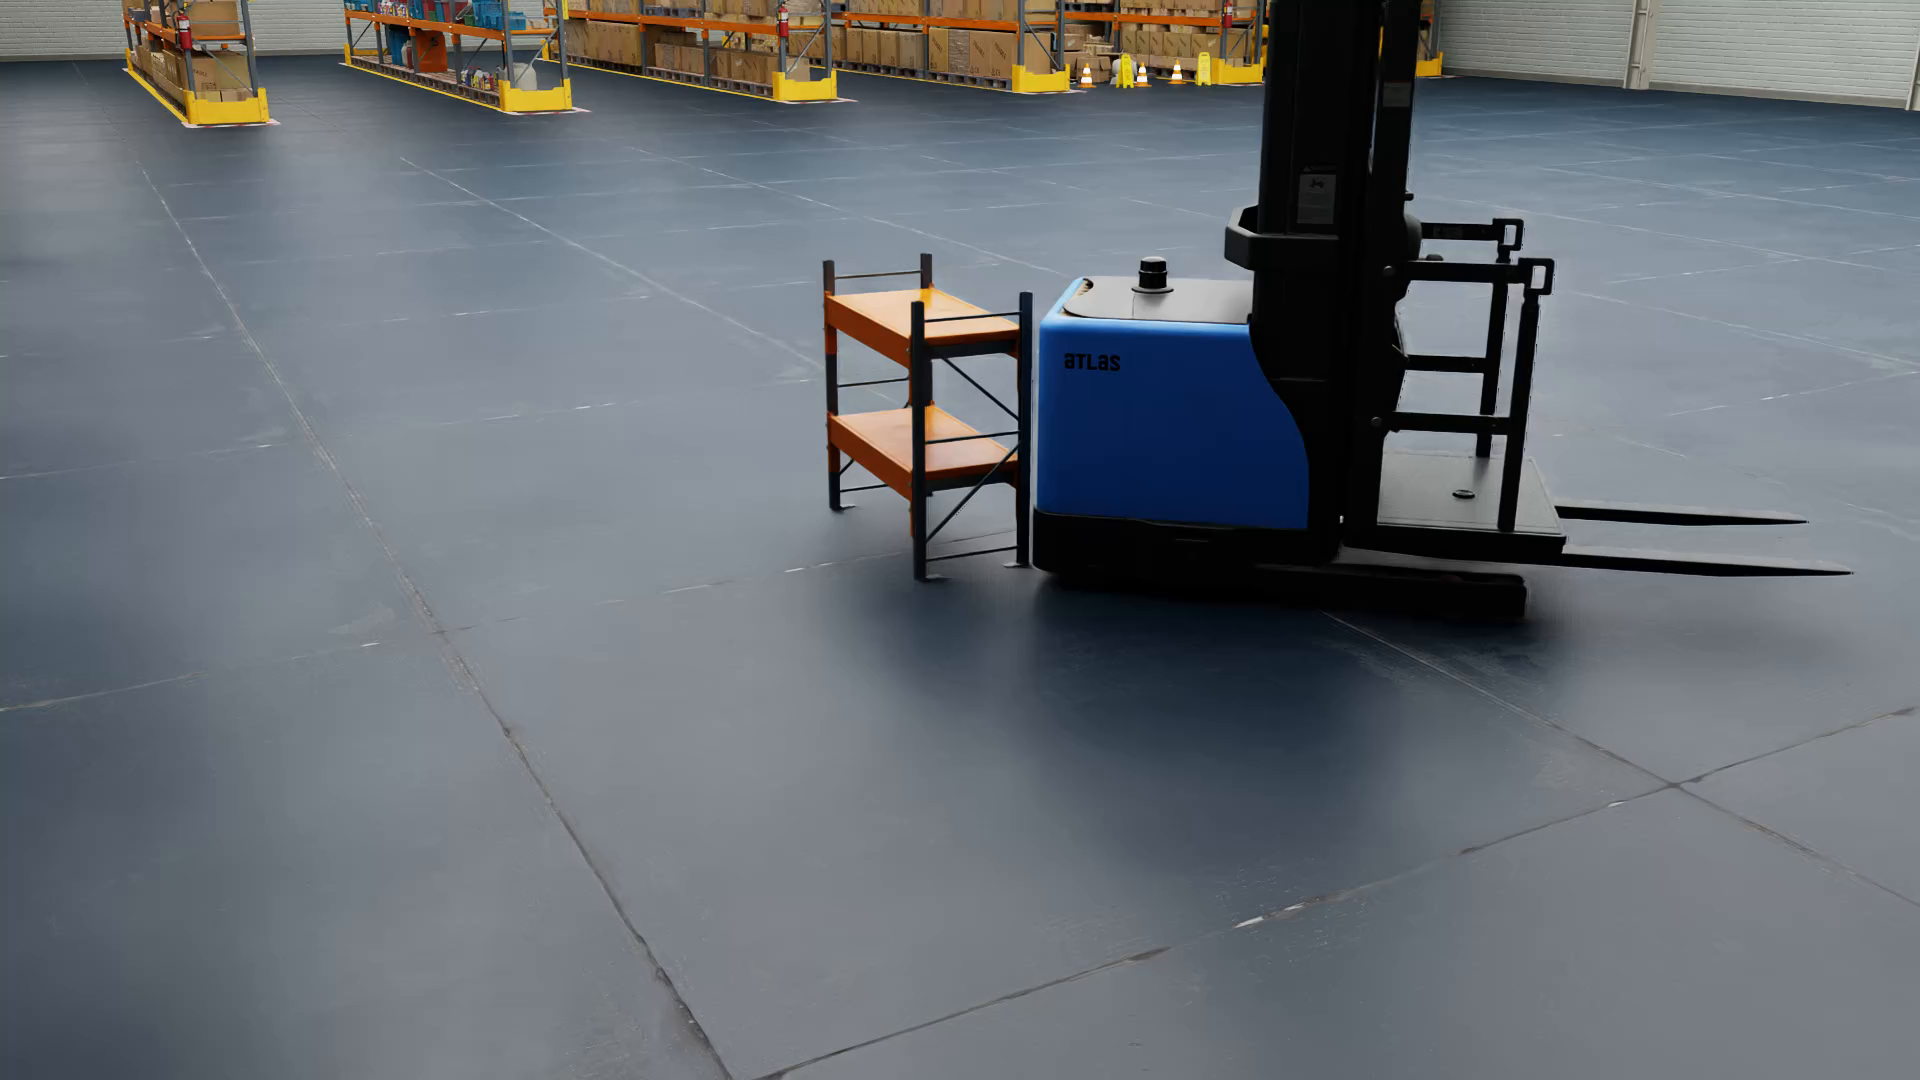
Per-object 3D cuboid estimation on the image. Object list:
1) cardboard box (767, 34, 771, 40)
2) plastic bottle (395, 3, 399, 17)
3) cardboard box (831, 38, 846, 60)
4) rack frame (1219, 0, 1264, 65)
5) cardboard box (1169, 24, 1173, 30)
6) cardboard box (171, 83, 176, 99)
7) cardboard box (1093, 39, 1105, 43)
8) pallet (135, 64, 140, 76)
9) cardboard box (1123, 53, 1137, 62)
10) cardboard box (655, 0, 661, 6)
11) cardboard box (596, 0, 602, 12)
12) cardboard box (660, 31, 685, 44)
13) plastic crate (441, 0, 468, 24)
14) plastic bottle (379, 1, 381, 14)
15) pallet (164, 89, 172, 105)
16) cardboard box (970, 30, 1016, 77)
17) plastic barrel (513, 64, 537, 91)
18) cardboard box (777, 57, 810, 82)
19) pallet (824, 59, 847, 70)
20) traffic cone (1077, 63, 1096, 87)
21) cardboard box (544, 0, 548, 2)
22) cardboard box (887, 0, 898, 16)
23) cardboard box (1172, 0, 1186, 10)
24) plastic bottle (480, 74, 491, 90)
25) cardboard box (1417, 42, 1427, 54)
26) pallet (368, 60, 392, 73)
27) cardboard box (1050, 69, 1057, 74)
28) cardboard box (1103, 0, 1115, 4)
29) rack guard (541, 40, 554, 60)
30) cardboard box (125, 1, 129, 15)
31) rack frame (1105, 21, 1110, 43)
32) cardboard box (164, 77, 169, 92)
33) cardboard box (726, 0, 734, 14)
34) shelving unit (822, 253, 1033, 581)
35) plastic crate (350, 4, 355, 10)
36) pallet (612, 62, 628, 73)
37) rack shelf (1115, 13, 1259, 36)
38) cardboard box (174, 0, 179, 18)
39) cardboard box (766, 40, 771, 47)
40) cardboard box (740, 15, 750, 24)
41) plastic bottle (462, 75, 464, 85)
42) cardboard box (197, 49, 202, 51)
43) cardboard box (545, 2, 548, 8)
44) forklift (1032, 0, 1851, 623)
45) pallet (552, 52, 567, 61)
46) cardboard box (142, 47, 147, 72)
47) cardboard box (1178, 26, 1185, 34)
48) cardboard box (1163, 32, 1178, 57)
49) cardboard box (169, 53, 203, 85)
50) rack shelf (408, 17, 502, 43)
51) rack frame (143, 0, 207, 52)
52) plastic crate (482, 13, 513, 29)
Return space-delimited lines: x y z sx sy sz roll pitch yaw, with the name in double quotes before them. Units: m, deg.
"cardboard box" -4.792 -13.070 43.224 0.380 0.149 0.250 -10 22 -27
"plastic bottle" -12.096 -11.406 35.768 0.061 0.283 0.133 -10 21 -27
"cardboard box" -2.756 -11.755 39.788 0.500 0.500 0.500 -10 21 -27
"rack frame" 5.894 -11.089 34.669 1.000 3.000 0.127 -10 21 -27
"cardboard box" 5.761 -13.738 44.539 0.380 0.149 0.250 -11 22 -28
"cardboard box" -13.028 -7.599 28.126 0.500 0.250 0.500 -10 21 -27
"cardboard box" 4.039 -14.269 47.612 0.380 0.149 0.250 -11 22 -28
"pallet" -18.155 -10.695 37.803 1.003 0.211 1.213 -10 21 -27
"cardboard box" 4.037 -10.925 37.765 0.500 0.250 0.500 -11 22 -29
"cardboard box" -6.335 -11.948 36.360 0.500 0.500 0.500 -13 23 -33
"cardboard box" -8.288 -12.731 39.275 0.500 0.500 0.500 -10 21 -27
"cardboard box" -6.282 -11.044 36.546 0.500 0.250 0.500 -9 21 -24
"plastic crate" -9.585 -10.057 31.580 0.402 0.464 0.583 -10 21 -27
"plastic bottle" -13.023 -11.967 37.392 0.061 0.283 0.133 -10 21 -27
"pallet" -13.831 -8.056 30.155 1.003 0.211 1.213 -10 21 -27
"cardboard box" 0.785 -9.924 33.907 0.875 0.875 0.875 -10 22 -28
"plastic barrel" -7.566 -7.986 28.848 0.421 0.512 0.421 0 19 0
"cardboard box" -3.110 -8.753 31.087 0.500 0.500 0.500 -6 20 -17
"pallet" -2.583 -11.496 40.124 1.003 0.211 1.213 -10 21 -27
"traffic cone" 2.583 -9.467 33.856 0.336 0.463 0.334 -10 21 -27
"cardboard box" -10.435 -14.037 42.987 0.500 0.250 0.500 -11 22 -28
"cardboard box" -1.277 -11.887 36.829 0.500 0.500 0.500 -10 21 -26
"cardboard box" 4.925 -11.679 35.769 0.500 0.500 0.500 -10 21 -27
"plastic bottle" -8.540 -8.243 29.923 0.152 0.276 0.135 -10 21 -26
"cardboard box" 10.220 -11.161 37.683 0.500 0.250 0.500 -10 21 -26
"pallet" -13.268 -11.119 39.030 1.003 0.211 1.213 -10 21 -27
"cardboard box" 2.123 -9.941 35.534 0.396 0.266 0.258 -6 20 -17
"cardboard box" 3.507 -12.422 38.274 0.380 0.149 0.250 -10 21 -26
"rack guard" -10.437 -12.972 43.959 1.175 0.500 0.348 -10 21 -27
"cardboard box" -18.445 -12.057 37.322 0.500 0.500 0.500 -10 21 -26
"rack frame" 4.562 -15.304 46.884 1.000 3.000 0.127 -10 21 -27
"cardboard box" -13.899 -8.142 29.700 0.500 0.250 0.500 -10 22 -27
"cardboard box" -4.035 -10.475 32.279 0.875 0.500 0.500 -10 21 -27
"shelving unit" -0.156 -0.555 7.016 0.538 1.125 1.048 -8 21 -22
"plastic crate" -14.555 -12.862 40.120 0.250 0.136 0.298 -10 21 -27
"pallet" -7.510 -11.120 39.034 1.003 0.211 1.213 -10 21 -27
"rack shelf" 4.944 -11.323 36.450 1.077 0.370 4.000 -10 21 -27
"cardboard box" -12.740 -8.795 27.867 0.700 0.500 0.500 -10 21 -26
"cardboard box" -4.825 -12.921 43.248 0.380 0.149 0.250 -11 22 -29
"cardboard box" -3.949 -9.900 31.607 0.380 0.149 0.250 -10 21 -27
"plastic bottle" -9.272 -8.632 31.163 0.097 0.201 0.097 0 19 0
"cardboard box" -15.565 -9.668 33.708 0.500 0.500 0.500 -11 22 -29
"cardboard box" -10.547 -13.875 43.129 0.380 0.149 0.250 -10 21 -26
"forklift" 1.860 -1.263 6.299 3.031 2.935 1.130 4 19 11
"pallet" -9.977 -12.612 43.356 1.003 0.211 1.213 -10 21 -27
"cardboard box" -16.968 -10.164 35.146 0.500 0.500 0.500 -10 21 -26
"cardboard box" 4.934 -11.006 35.856 0.380 0.149 0.250 -10 21 -26
"cardboard box" 4.799 -10.827 36.332 0.500 0.500 0.500 -11 22 -28
"cardboard box" -12.788 -7.810 27.589 0.500 0.500 0.500 -10 21 -27
"rack shelf" -10.036 -10.169 33.106 1.077 0.370 4.000 -10 21 -27
"rack frame" -15.347 -10.317 32.432 1.000 3.000 0.127 -10 21 -27
"plastic crate" -7.991 -9.001 28.847 0.499 0.251 0.408 -10 21 -27
